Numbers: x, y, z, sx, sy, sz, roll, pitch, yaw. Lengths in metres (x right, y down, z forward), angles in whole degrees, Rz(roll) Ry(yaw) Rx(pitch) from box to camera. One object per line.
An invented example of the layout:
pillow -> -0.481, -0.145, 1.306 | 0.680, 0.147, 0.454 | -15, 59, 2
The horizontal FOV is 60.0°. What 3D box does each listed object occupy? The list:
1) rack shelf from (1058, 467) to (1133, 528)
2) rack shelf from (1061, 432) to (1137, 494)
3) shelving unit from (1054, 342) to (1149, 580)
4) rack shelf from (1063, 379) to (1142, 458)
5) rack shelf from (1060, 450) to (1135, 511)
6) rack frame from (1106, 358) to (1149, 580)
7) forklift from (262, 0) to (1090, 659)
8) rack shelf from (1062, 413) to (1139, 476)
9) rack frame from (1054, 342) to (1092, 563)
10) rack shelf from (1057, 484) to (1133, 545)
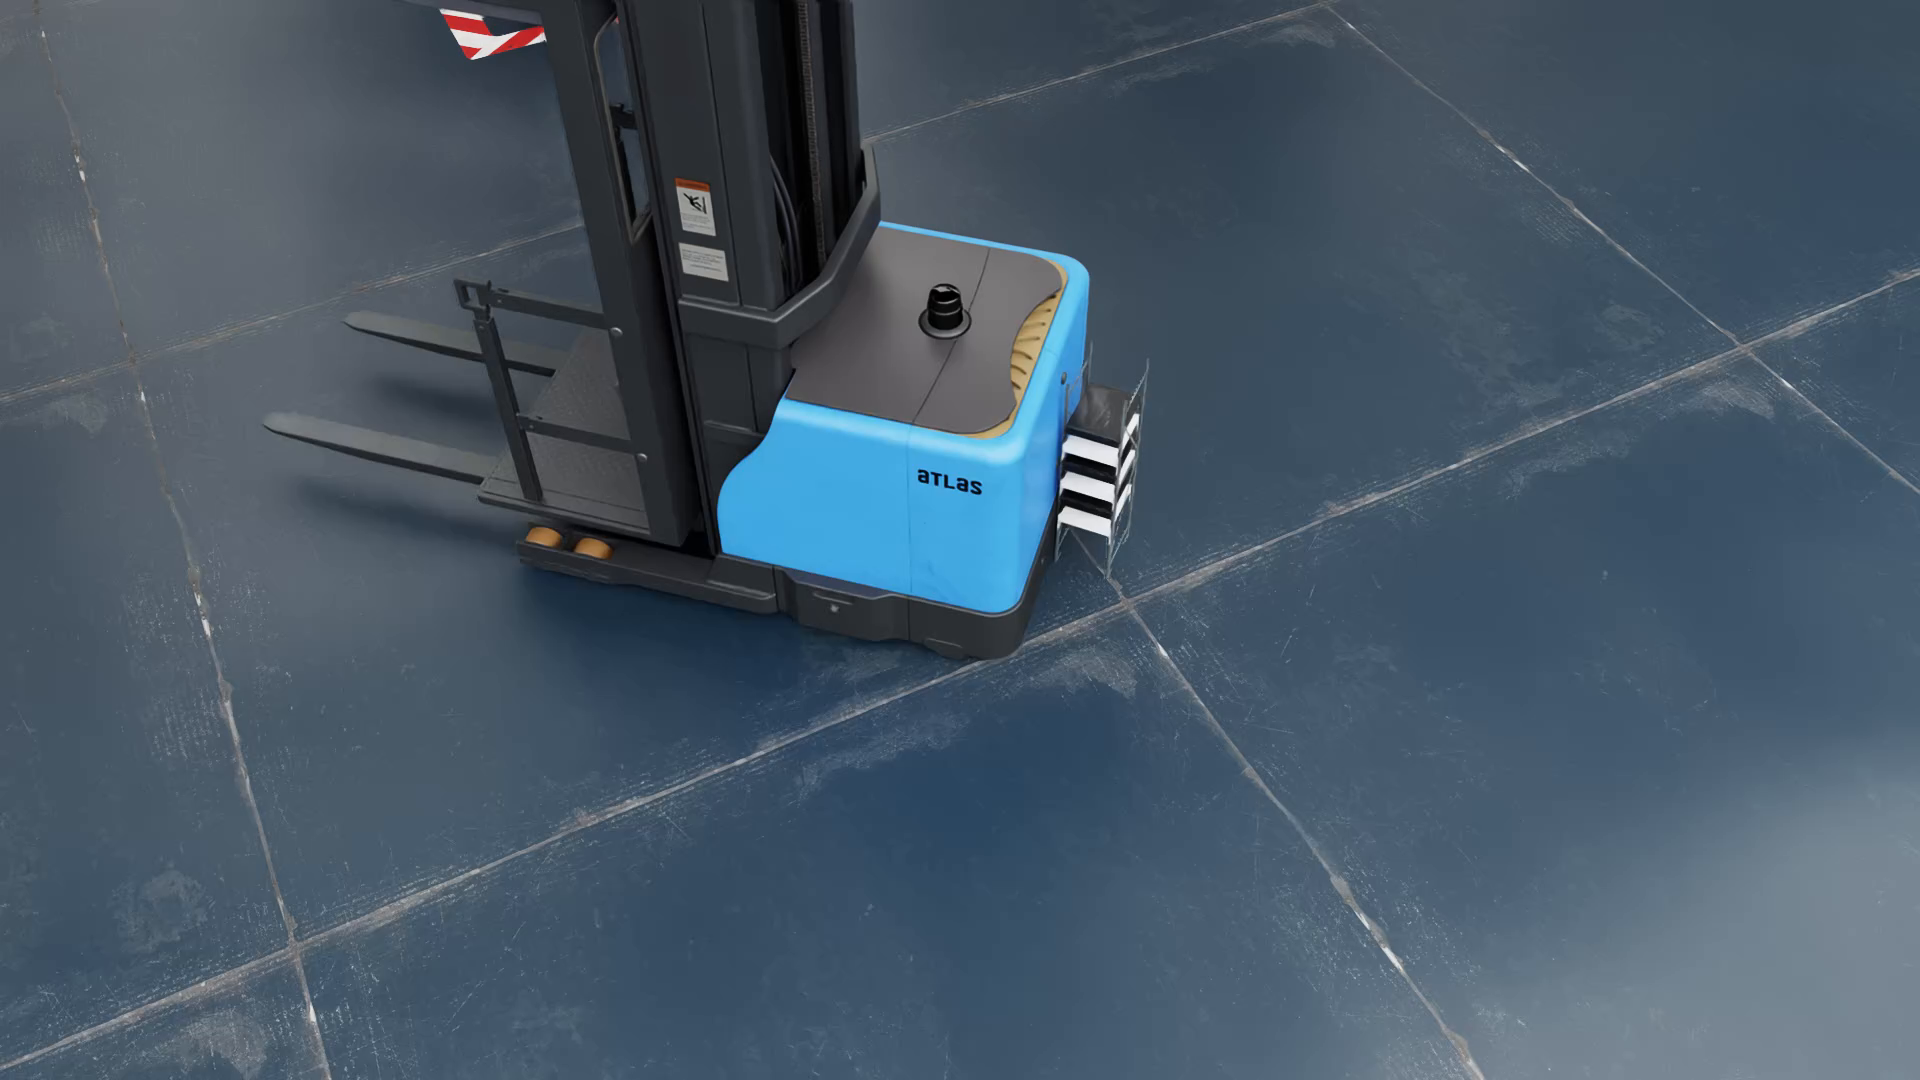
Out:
rack shelf -> 0.493, -0.182, 5.975 | 0.200, 0.077, 0.258 | 18, 51, 15
rack shelf -> 0.493, -0.300, 5.839 | 0.200, 0.077, 0.258 | 18, 51, 15
shelving unit -> 0.493, -0.263, 5.882 | 0.210, 0.900, 0.258 | 18, 51, 15
rack shelf -> 0.493, -0.419, 5.704 | 0.200, 0.077, 0.258 | 18, 51, 15
rack shelf -> 0.493, -0.241, 5.907 | 0.200, 0.077, 0.258 | 18, 51, 15
rack frame -> 0.586, -0.233, 5.856 | 0.006, 0.900, 0.240 | 18, 51, 15
forklift -> -1.120, -1.181, 5.336 | 3.031, 2.935, 1.130 | 12, 50, 11
rack shelf -> 0.493, -0.359, 5.772 | 0.200, 0.077, 0.258 | 18, 51, 15
rack frame -> 0.399, -0.293, 5.908 | 0.006, 0.900, 0.240 | 18, 51, 15
rack shelf -> 0.493, -0.122, 6.043 | 0.200, 0.077, 0.258 | 18, 51, 15
